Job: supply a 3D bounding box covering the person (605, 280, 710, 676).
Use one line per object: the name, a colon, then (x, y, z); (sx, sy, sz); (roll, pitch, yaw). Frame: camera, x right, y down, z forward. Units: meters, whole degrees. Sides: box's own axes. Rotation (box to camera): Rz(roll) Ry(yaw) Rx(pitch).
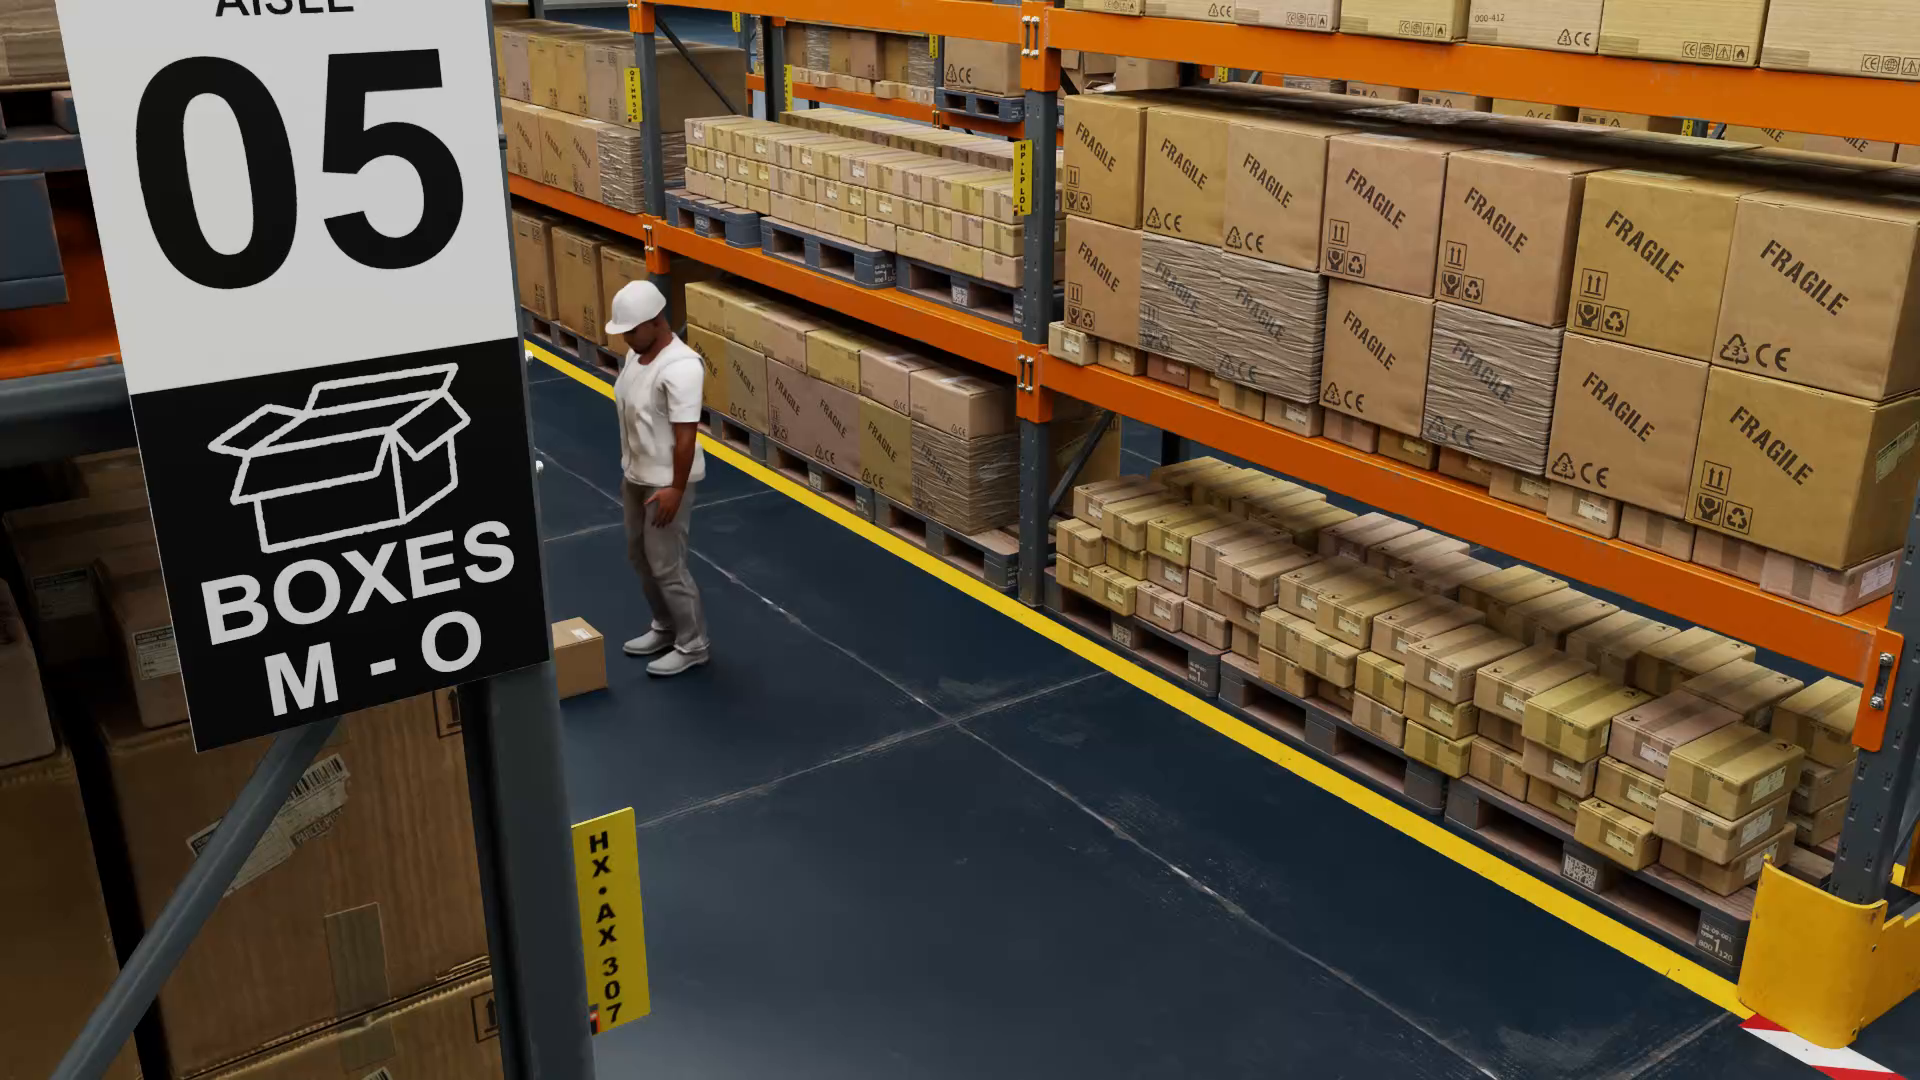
person: (-1.315, -0.273, 7.273); (0.384, 1.751, 0.573); (-14, 25, -32)
